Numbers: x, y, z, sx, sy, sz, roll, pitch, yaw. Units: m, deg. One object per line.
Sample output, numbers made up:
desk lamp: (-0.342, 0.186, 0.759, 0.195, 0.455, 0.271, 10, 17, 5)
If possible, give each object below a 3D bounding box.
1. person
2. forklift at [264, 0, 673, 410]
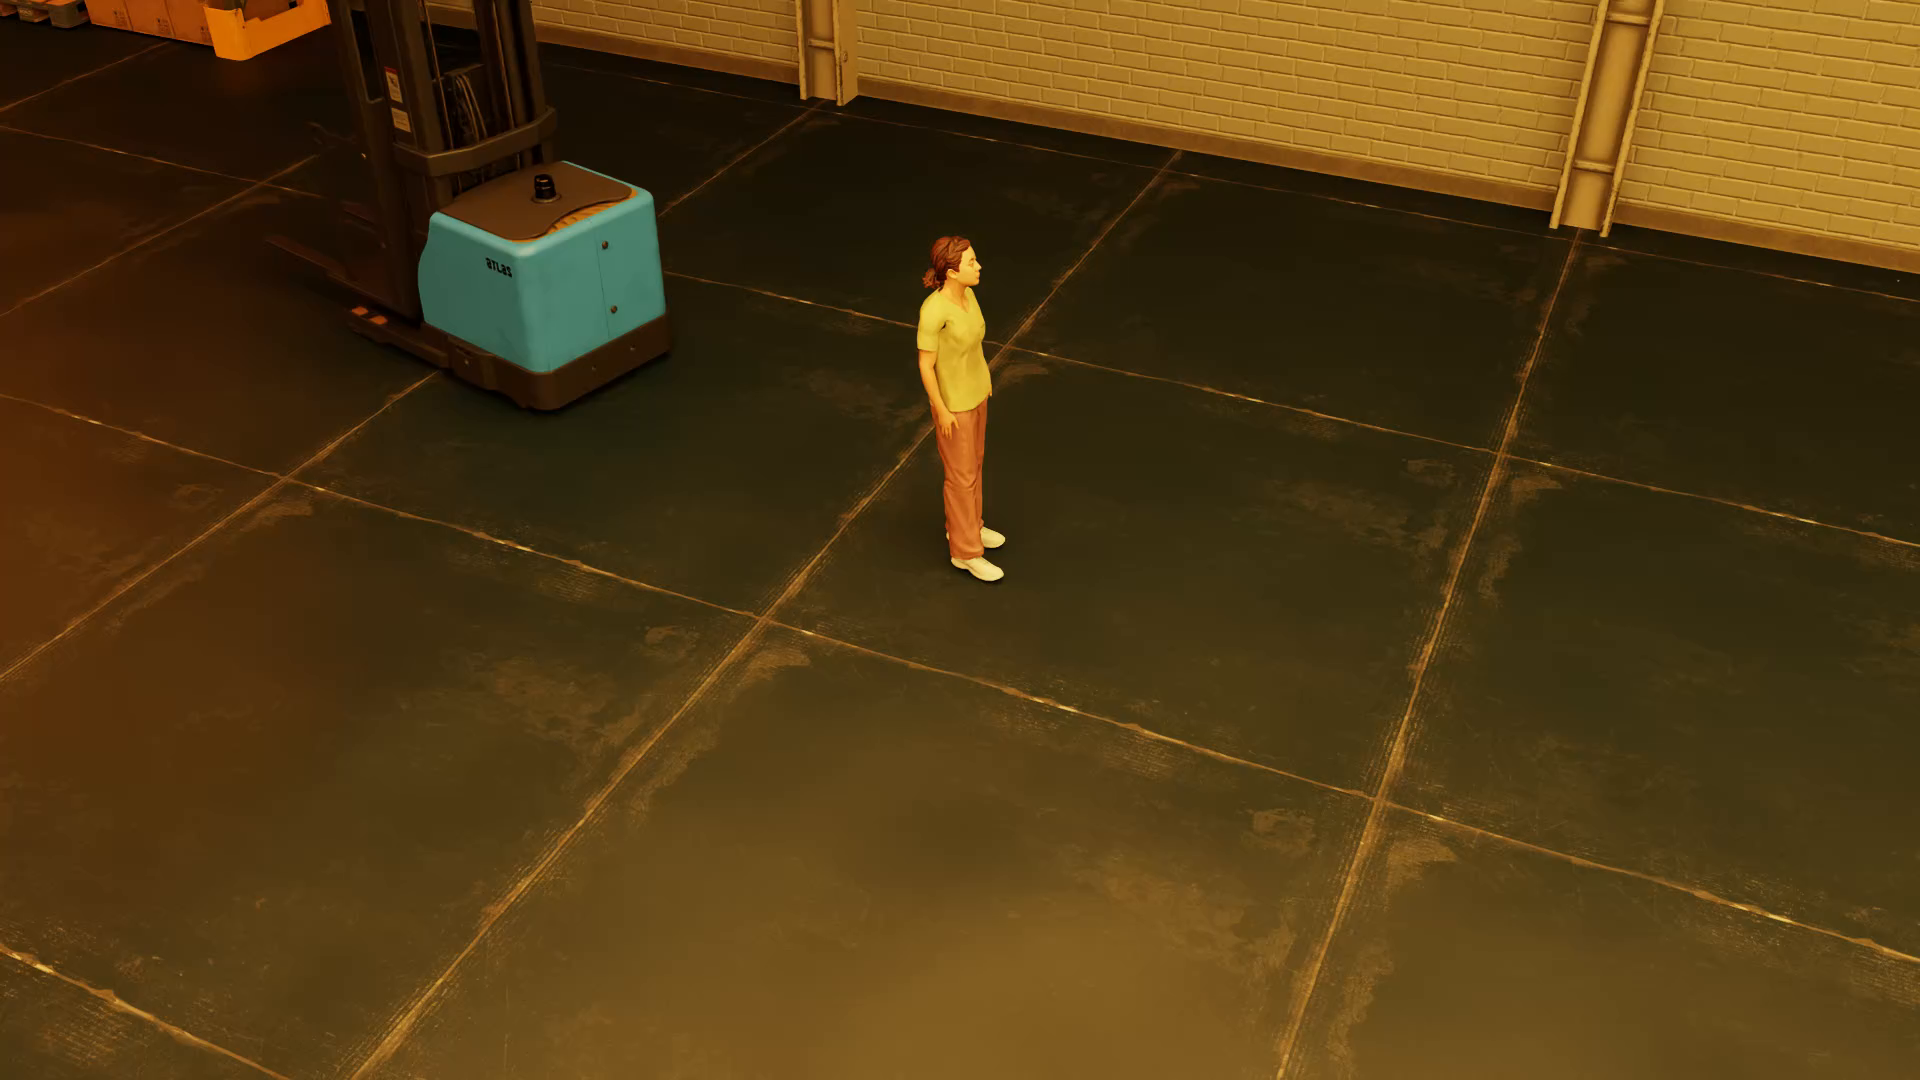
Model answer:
person: (0.062, -0.664, 8.086, 0.549, 1.675, 0.553, 15, 38, 20)
forklift: (-3.226, -2.632, 9.777, 3.031, 2.935, 1.130, 24, 42, 30)
